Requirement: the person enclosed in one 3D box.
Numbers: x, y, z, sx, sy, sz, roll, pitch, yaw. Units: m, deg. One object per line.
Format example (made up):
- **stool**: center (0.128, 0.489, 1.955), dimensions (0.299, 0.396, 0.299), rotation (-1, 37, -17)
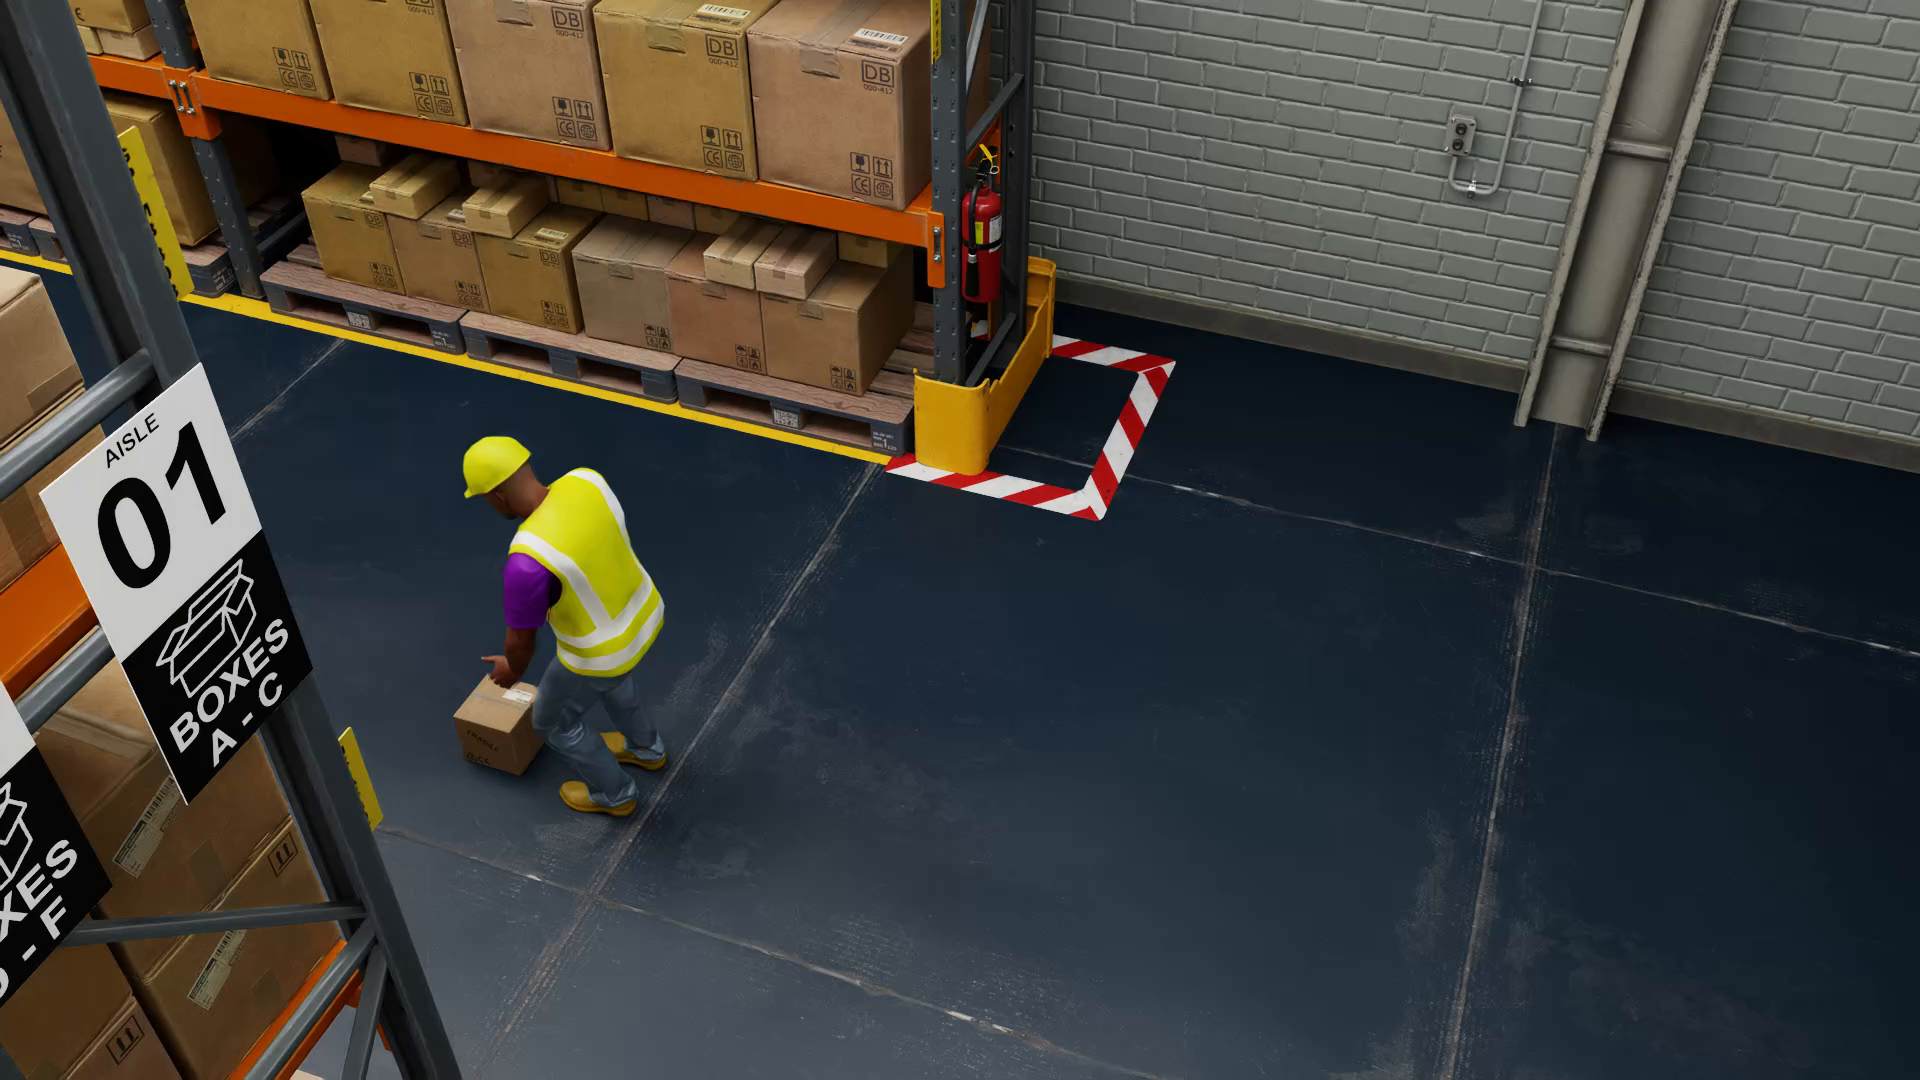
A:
- **person**: center (-1.364, 0.325, 5.873), dimensions (0.576, 1.633, 0.613), rotation (14, 43, 16)
